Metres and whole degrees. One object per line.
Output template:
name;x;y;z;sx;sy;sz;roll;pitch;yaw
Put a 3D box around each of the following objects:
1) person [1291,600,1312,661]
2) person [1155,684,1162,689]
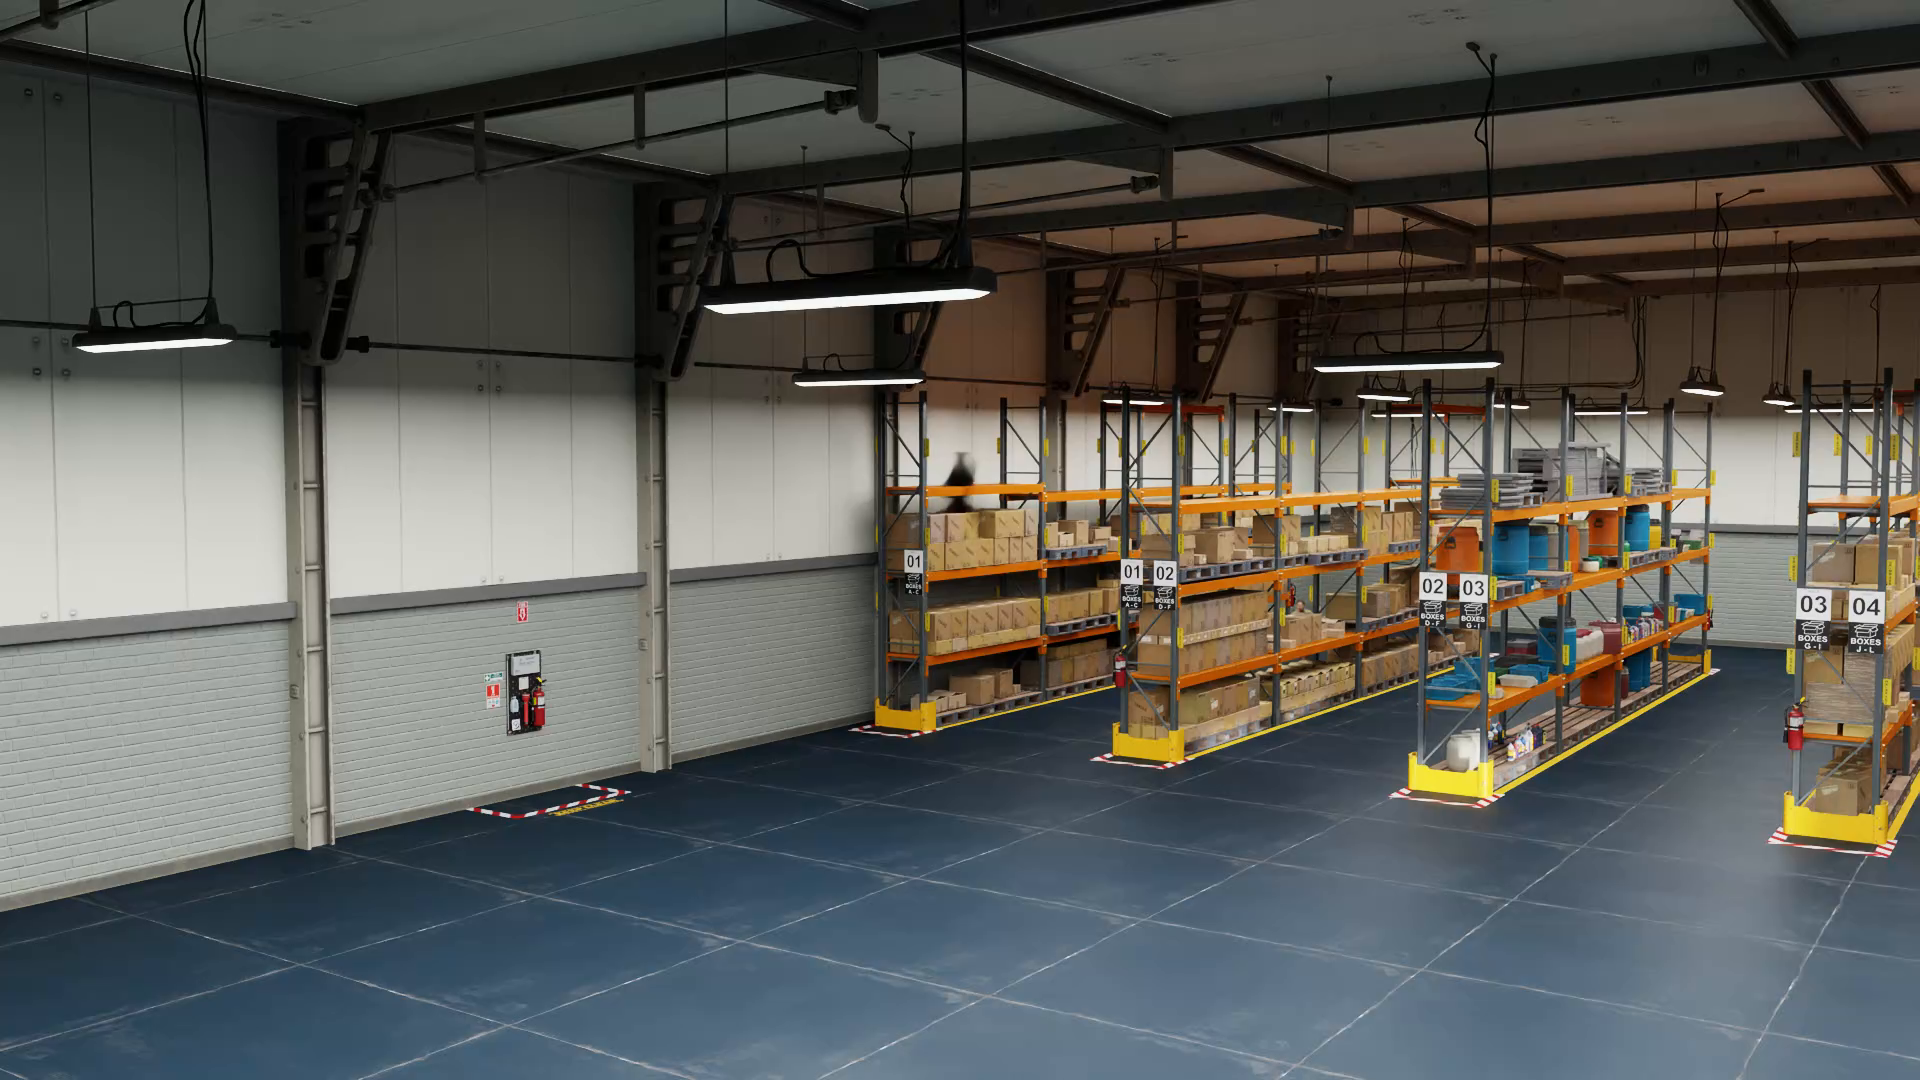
person;7.610;2.128;37.014;0.578;1.642;0.939;1;3;19
person;3.910;2.394;31.076;0.642;1.754;0.655;2;4;30
